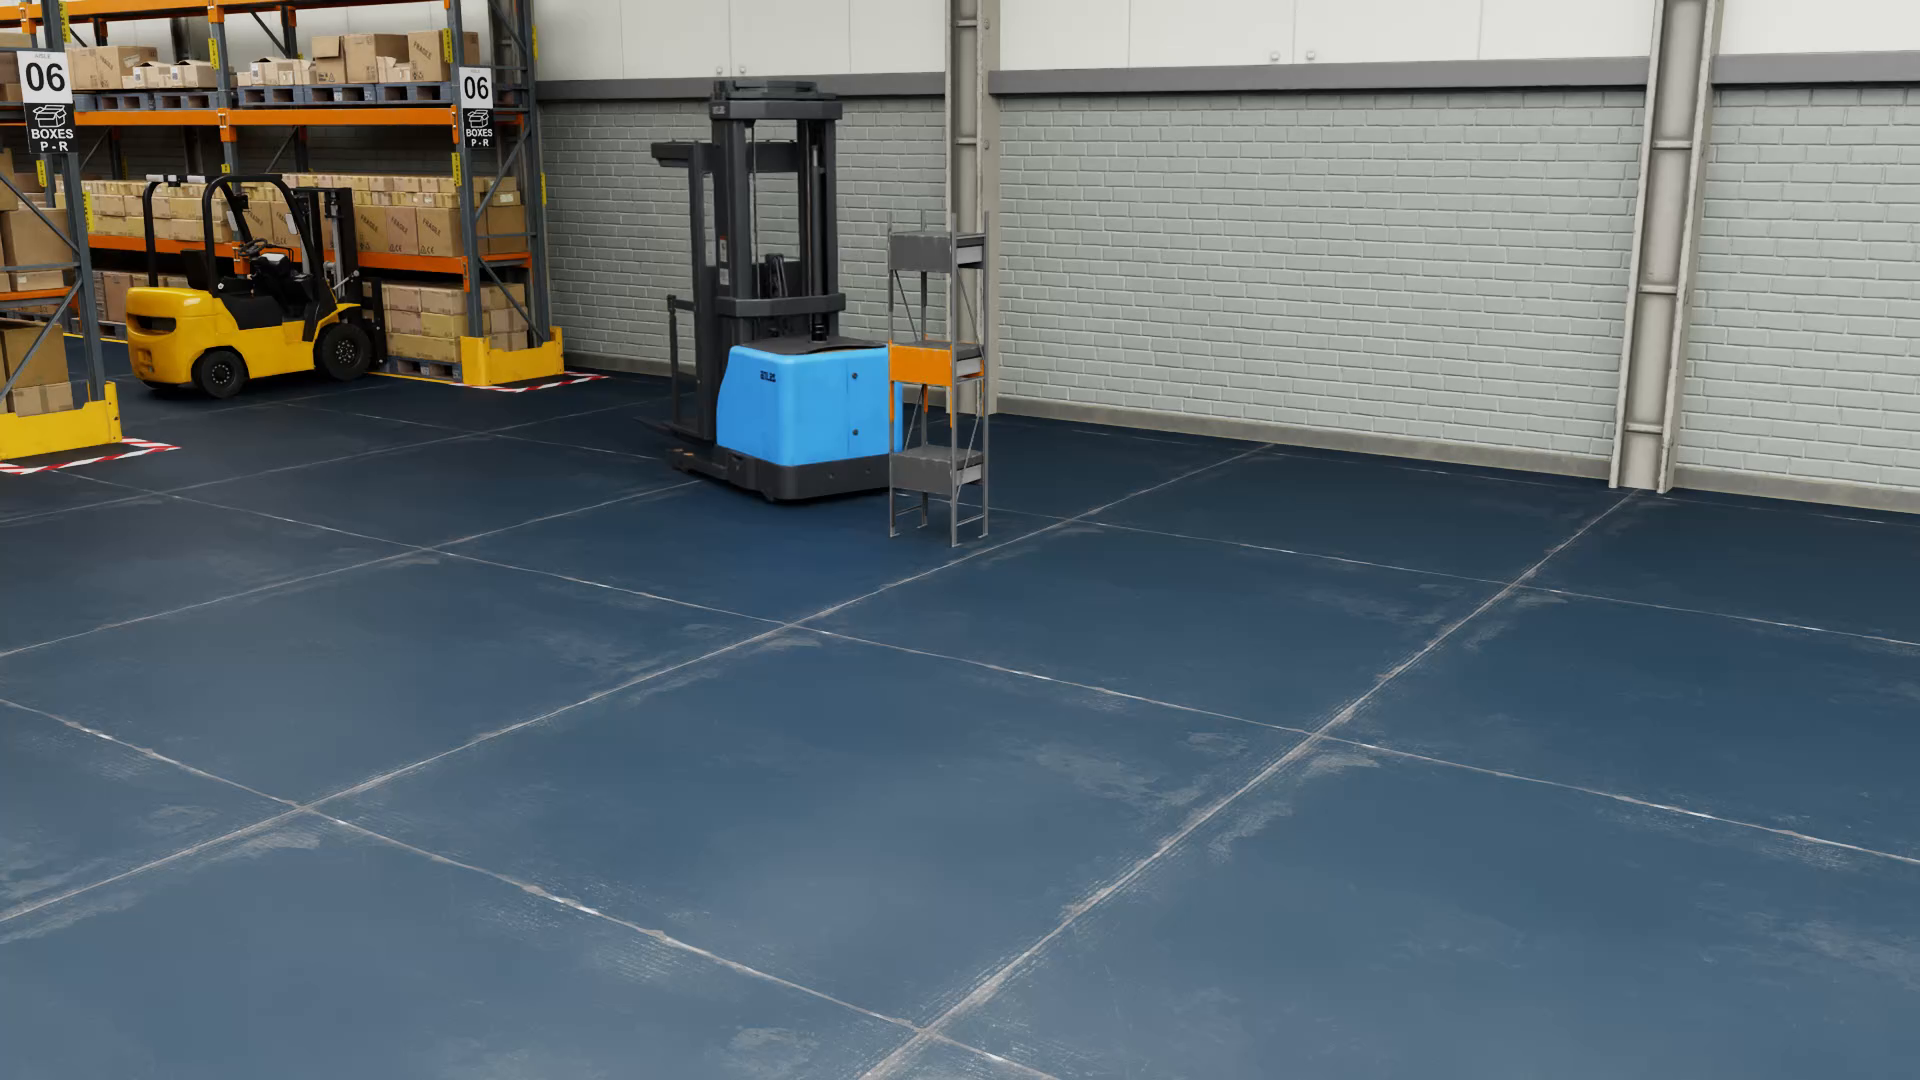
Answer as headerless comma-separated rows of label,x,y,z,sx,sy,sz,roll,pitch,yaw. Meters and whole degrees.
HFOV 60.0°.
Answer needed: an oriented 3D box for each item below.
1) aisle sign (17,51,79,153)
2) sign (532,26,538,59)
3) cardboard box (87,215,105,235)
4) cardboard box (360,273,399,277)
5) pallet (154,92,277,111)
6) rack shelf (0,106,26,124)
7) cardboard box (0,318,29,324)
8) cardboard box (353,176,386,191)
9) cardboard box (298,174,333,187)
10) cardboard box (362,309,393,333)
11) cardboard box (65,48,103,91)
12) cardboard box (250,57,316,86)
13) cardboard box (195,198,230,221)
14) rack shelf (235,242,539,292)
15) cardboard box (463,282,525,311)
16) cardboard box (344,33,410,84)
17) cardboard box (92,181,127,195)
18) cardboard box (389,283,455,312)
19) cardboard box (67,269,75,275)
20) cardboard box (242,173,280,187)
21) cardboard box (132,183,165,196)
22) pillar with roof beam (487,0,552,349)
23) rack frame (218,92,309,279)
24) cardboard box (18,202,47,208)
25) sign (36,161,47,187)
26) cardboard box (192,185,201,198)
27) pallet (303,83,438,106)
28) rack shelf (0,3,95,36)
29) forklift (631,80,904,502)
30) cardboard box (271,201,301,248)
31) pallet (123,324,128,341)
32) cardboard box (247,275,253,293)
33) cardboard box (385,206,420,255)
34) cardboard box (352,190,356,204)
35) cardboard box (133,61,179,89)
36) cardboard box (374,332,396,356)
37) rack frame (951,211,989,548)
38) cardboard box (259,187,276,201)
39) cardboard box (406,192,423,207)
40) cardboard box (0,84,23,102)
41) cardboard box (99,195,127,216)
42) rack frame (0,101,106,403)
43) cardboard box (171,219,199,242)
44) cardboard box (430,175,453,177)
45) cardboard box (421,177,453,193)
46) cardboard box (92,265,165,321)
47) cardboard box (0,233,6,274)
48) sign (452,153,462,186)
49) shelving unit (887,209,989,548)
aisle sign,-7.333,-3.516,13.375,0.004,0.787,0.394,9,17,33
sign,-4.476,-5.220,17.441,0.005,0.325,0.100,9,17,33
cardboard box,-10.782,-4.014,21.110,0.500,0.250,0.500,9,16,32
cardboard box,-6.752,-2.919,19.140,0.500,0.250,0.500,9,17,33
pallet,-8.849,-5.206,19.769,1.217,0.209,0.805,8,16,31
rack shelf,-9.217,-3.576,14.281,4.000,0.370,1.077,9,17,33
cardboard box,-8.529,-1.670,14.613,0.500,0.500,0.500,8,16,31
cardboard box,-6.320,-3.856,17.981,0.250,0.149,0.380,10,17,34
cardboard box,-7.140,-4.000,18.560,0.250,0.149,0.380,9,16,32
cardboard box,-6.219,-2.440,18.247,0.500,0.250,0.500,9,16,32
cardboard box,-10.963,-5.875,20.782,0.500,0.500,0.500,9,17,33
cardboard box,-7.555,-5.233,18.580,0.500,0.311,0.500,10,17,34
cardboard box,-8.660,-3.912,19.657,0.500,0.250,0.500,9,16,32
rack shelf,-6.450,-3.110,18.642,4.000,0.370,1.077,9,17,33
cardboard box,-5.083,-2.648,18.044,0.500,0.250,0.500,9,16,32
cardboard box,-6.088,-5.116,17.716,0.500,0.500,0.700,9,17,33
cardboard box,-10.655,-4.428,20.912,0.250,0.149,0.380,9,17,33
cardboard box,-5.773,-2.612,17.902,0.500,0.250,0.500,10,17,34
cardboard box,-11.980,-3.585,22.041,0.250,0.149,0.380,8,16,30
cardboard box,-8.010,-4.133,19.101,0.250,0.149,0.380,10,17,34
cardboard box,-9.857,-4.278,20.305,0.250,0.149,0.380,9,16,31
pillar with roof beam,-7.268,-5.518,14.387,0.400,9.000,9.100,9,17,33
rack frame,-8.109,-3.728,19.639,0.127,3.000,1.000,9,17,33
cardboard box,-12.188,-4.357,21.832,0.250,0.149,0.380,10,17,34
sign,-11.723,-4.678,21.234,0.005,0.325,0.100,9,17,33
cardboard box,-8.915,-4.167,19.855,0.250,0.149,0.380,9,17,33
pallet,-6.379,-4.868,18.186,1.213,0.211,1.003,9,17,33
rack shelf,-13.088,-6.901,22.303,4.000,0.370,1.077,9,17,33
forklift,-1.652,-1.995,12.781,1.130,2.935,3.031,-9,17,-34
cardboard box,-7.445,-3.598,18.907,0.500,0.500,0.500,10,17,34
pallet,-9.759,-2.628,21.002,1.213,0.211,1.003,9,17,33
cardboard box,-7.883,-2.955,19.284,0.500,0.250,0.500,9,16,32
cardboard box,-5.771,-3.325,17.803,0.500,0.500,0.500,10,17,35
cardboard box,-6.469,-3.764,18.227,0.250,0.149,0.380,9,17,32
cardboard box,-9.483,-5.544,19.838,0.500,0.311,0.500,9,16,31
cardboard box,-6.174,-2.198,18.307,0.500,0.250,0.500,9,17,33
rack frame,0.065,-1.009,10.528,0.015,2.100,0.400,9,17,33
cardboard box,-7.776,-3.961,19.025,0.250,0.149,0.380,10,17,34
cardboard box,-5.644,-3.621,17.648,0.250,0.149,0.380,10,17,34
cardboard box,-7.651,-3.644,13.583,0.250,0.149,0.380,9,17,33
cardboard box,-10.358,-4.184,20.756,0.500,0.250,0.500,9,16,31
rack frame,-7.557,-2.201,13.472,0.127,3.000,1.000,9,17,33
cardboard box,-9.094,-3.736,19.987,0.500,0.250,0.500,9,17,32
cardboard box,-5.572,-3.897,18.147,0.250,0.149,0.380,9,17,33
cardboard box,-5.427,-3.732,17.479,0.250,0.149,0.380,9,17,33
cardboard box,-10.919,-3.229,21.692,0.625,0.625,0.875,10,17,35
cardboard box,-8.162,-2.412,13.496,0.500,0.500,0.500,9,16,32
sign,-5.105,-3.762,16.875,0.005,0.325,0.100,9,17,33
shelving unit,-0.137,-1.041,10.661,0.503,2.100,0.431,9,17,33
